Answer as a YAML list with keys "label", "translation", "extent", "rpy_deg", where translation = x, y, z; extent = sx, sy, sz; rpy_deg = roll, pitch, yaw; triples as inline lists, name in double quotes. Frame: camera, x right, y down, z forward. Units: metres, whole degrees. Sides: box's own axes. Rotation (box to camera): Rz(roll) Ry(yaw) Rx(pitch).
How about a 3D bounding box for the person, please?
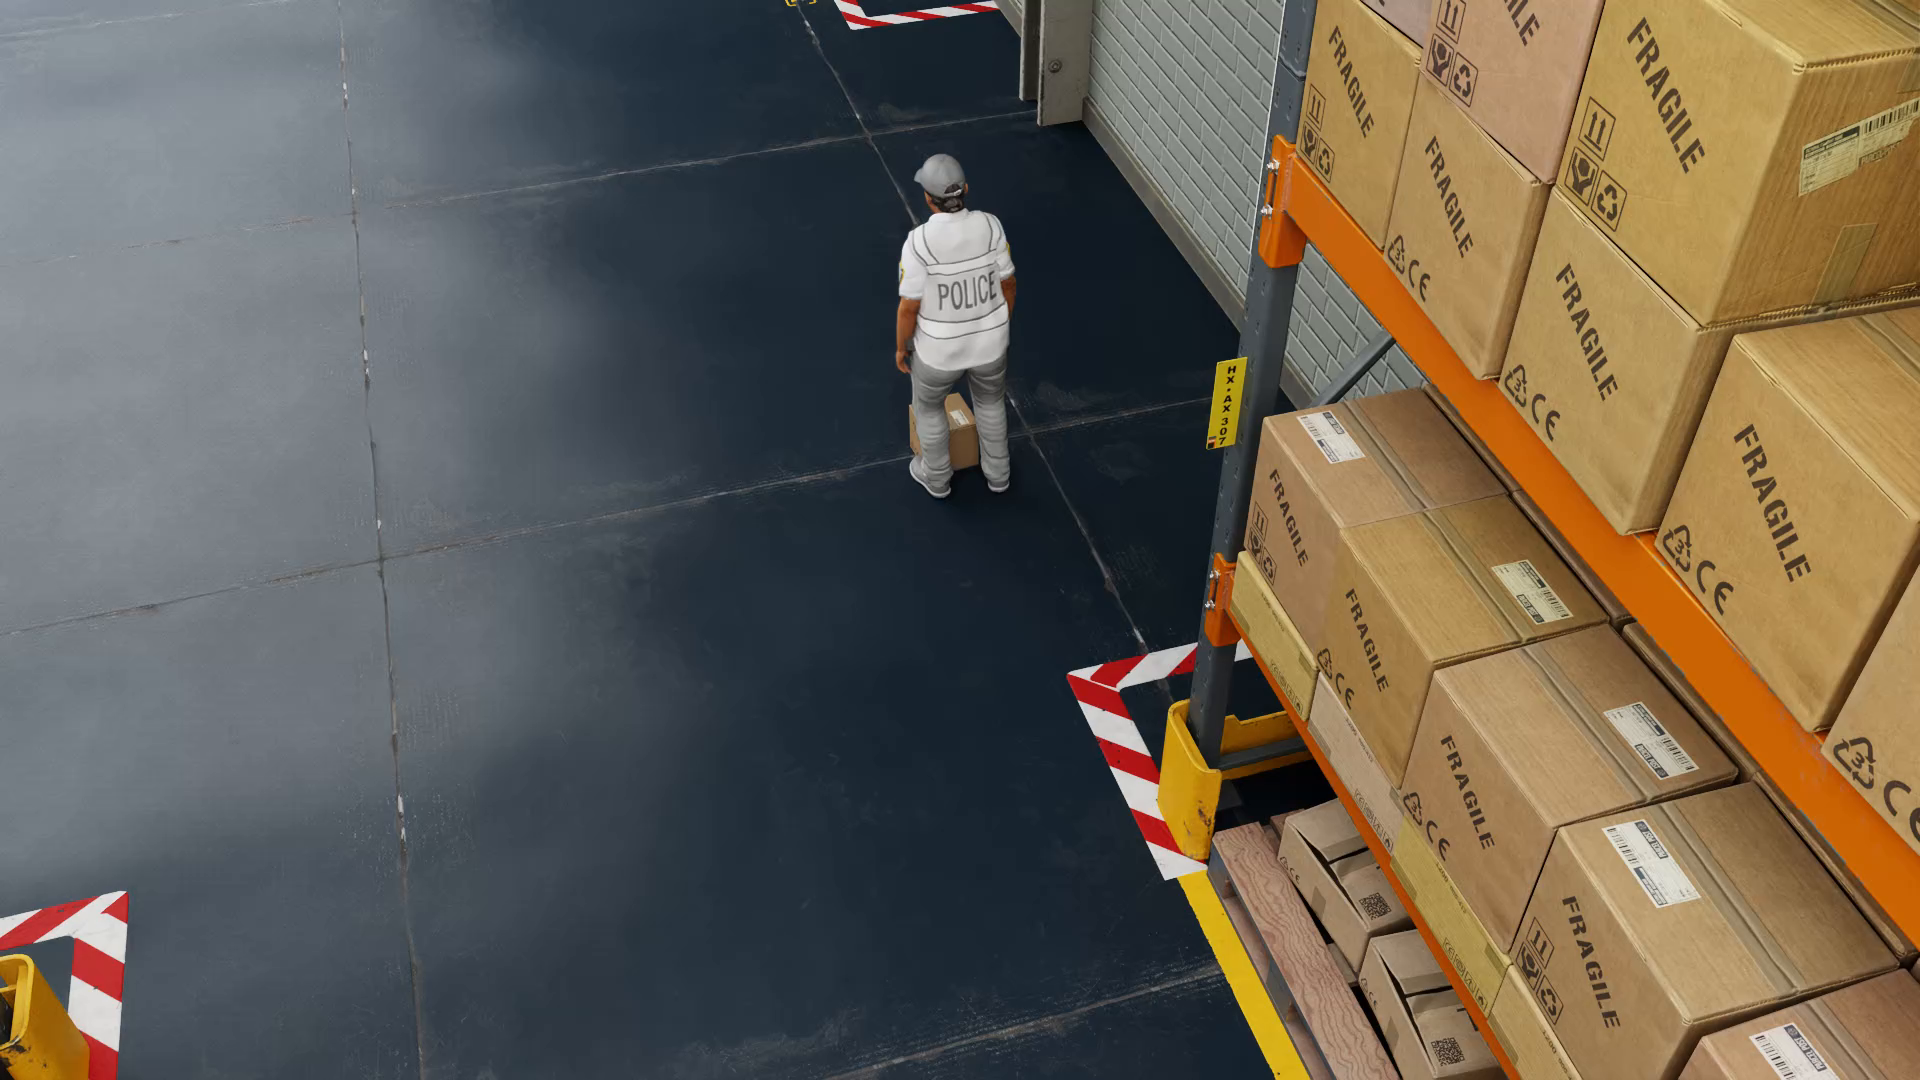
- label: "person"
  translation: [-0.013, -0.870, 7.105]
  extent: [0.564, 1.666, 0.466]
  rpy_deg: [-14, 44, -15]
